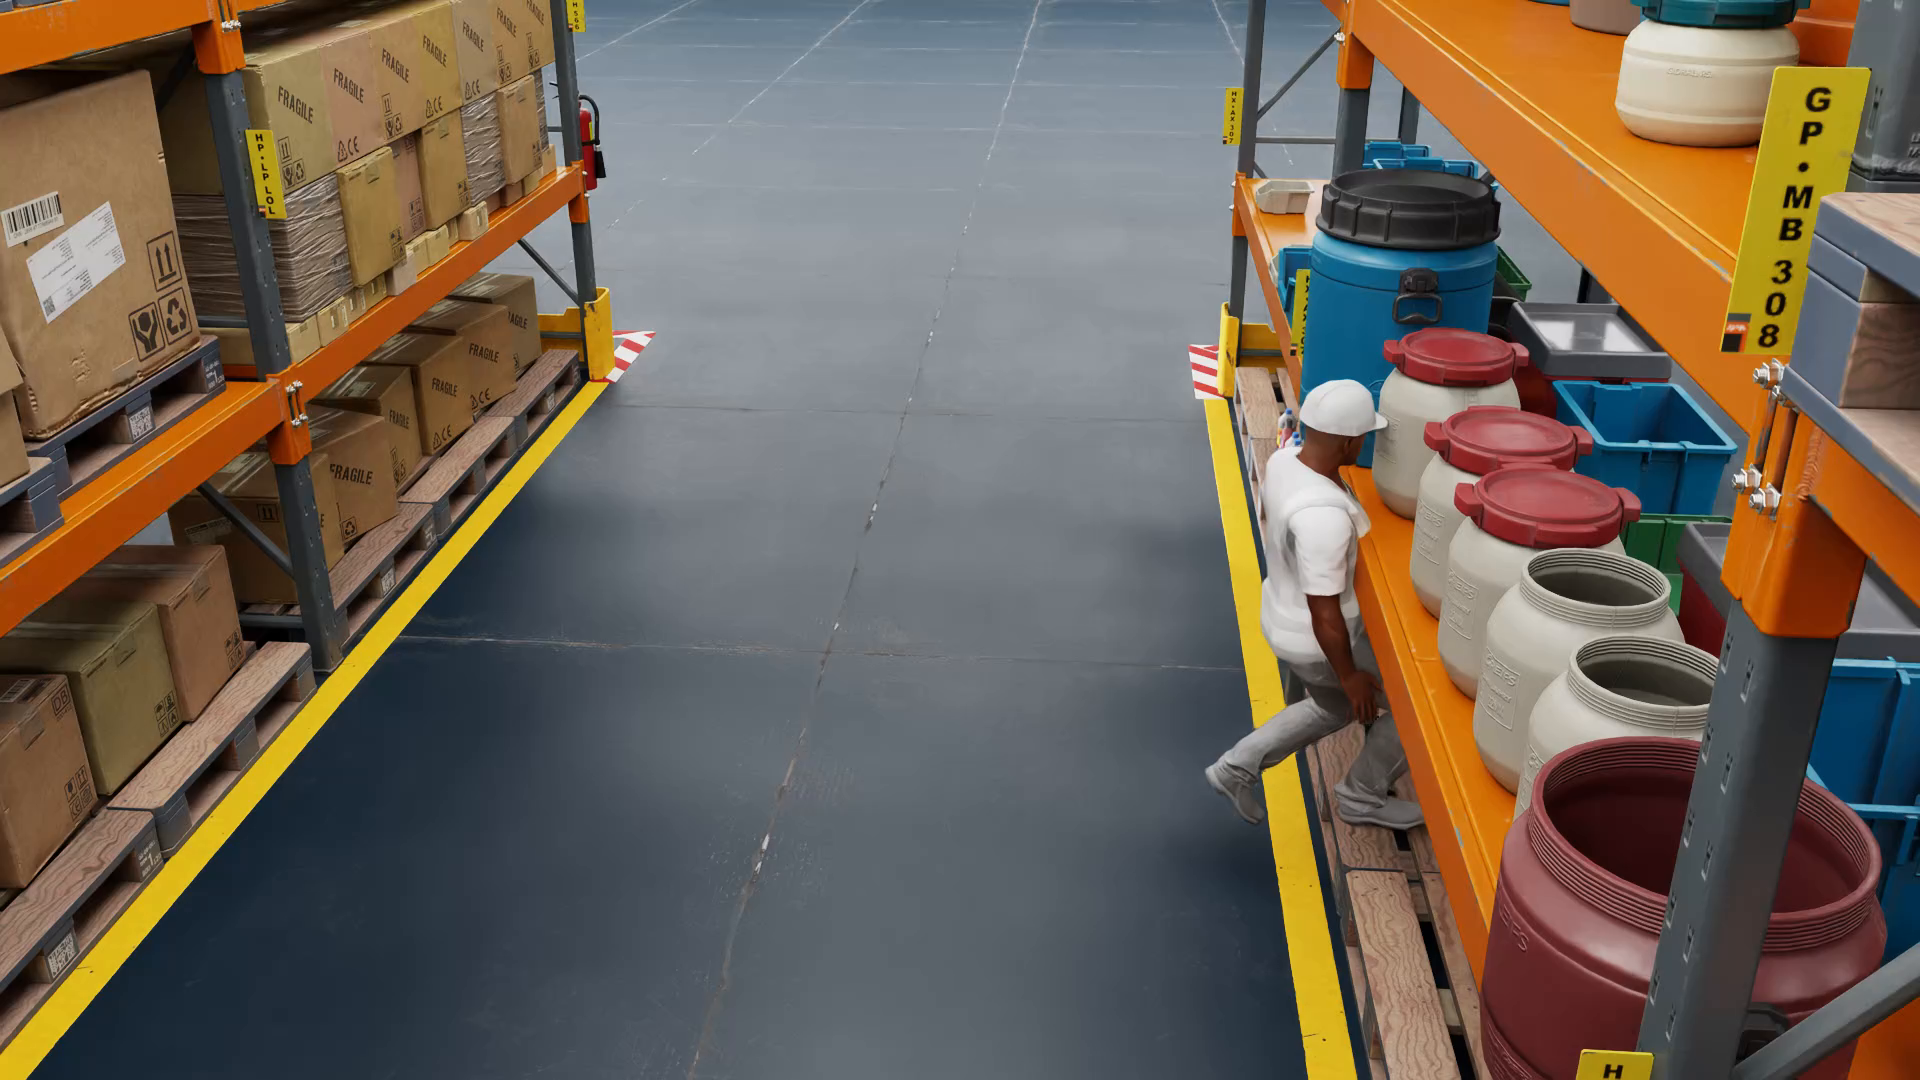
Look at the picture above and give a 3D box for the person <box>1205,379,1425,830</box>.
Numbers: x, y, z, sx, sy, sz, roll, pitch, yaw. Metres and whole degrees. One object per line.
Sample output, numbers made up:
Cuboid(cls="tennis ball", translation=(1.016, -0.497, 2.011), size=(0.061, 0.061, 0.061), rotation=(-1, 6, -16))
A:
Cuboid(cls="person", translation=(1.215, 0.285, 5.394), size=(0.734, 1.706, 0.617), rotation=(0, 24, 0))
